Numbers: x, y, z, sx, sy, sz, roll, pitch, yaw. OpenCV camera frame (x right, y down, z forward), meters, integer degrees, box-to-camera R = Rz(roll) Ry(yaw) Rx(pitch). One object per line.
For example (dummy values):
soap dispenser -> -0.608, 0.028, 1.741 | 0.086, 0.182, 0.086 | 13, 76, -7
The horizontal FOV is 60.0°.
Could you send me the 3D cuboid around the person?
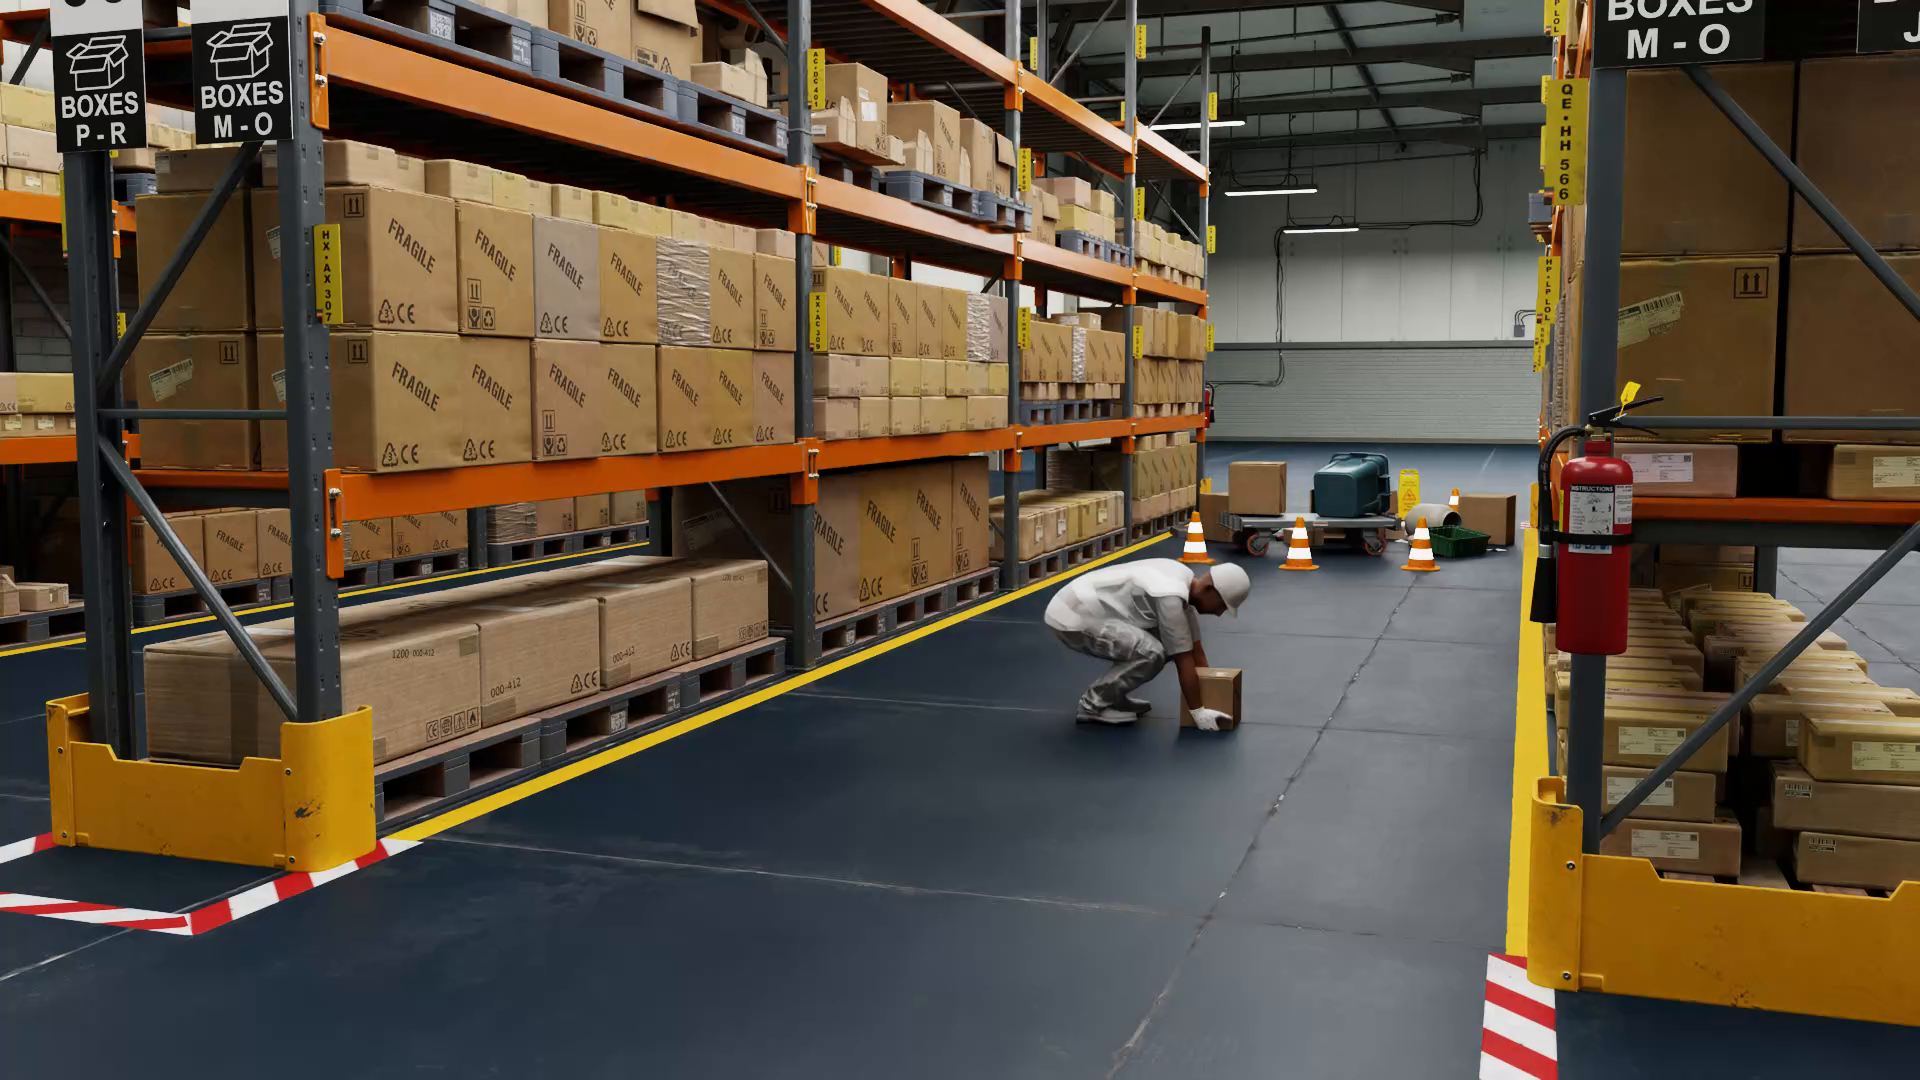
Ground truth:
person -> 0.908, 0.495, 8.056 | 0.971, 0.809, 0.560 | 2, 5, 17
